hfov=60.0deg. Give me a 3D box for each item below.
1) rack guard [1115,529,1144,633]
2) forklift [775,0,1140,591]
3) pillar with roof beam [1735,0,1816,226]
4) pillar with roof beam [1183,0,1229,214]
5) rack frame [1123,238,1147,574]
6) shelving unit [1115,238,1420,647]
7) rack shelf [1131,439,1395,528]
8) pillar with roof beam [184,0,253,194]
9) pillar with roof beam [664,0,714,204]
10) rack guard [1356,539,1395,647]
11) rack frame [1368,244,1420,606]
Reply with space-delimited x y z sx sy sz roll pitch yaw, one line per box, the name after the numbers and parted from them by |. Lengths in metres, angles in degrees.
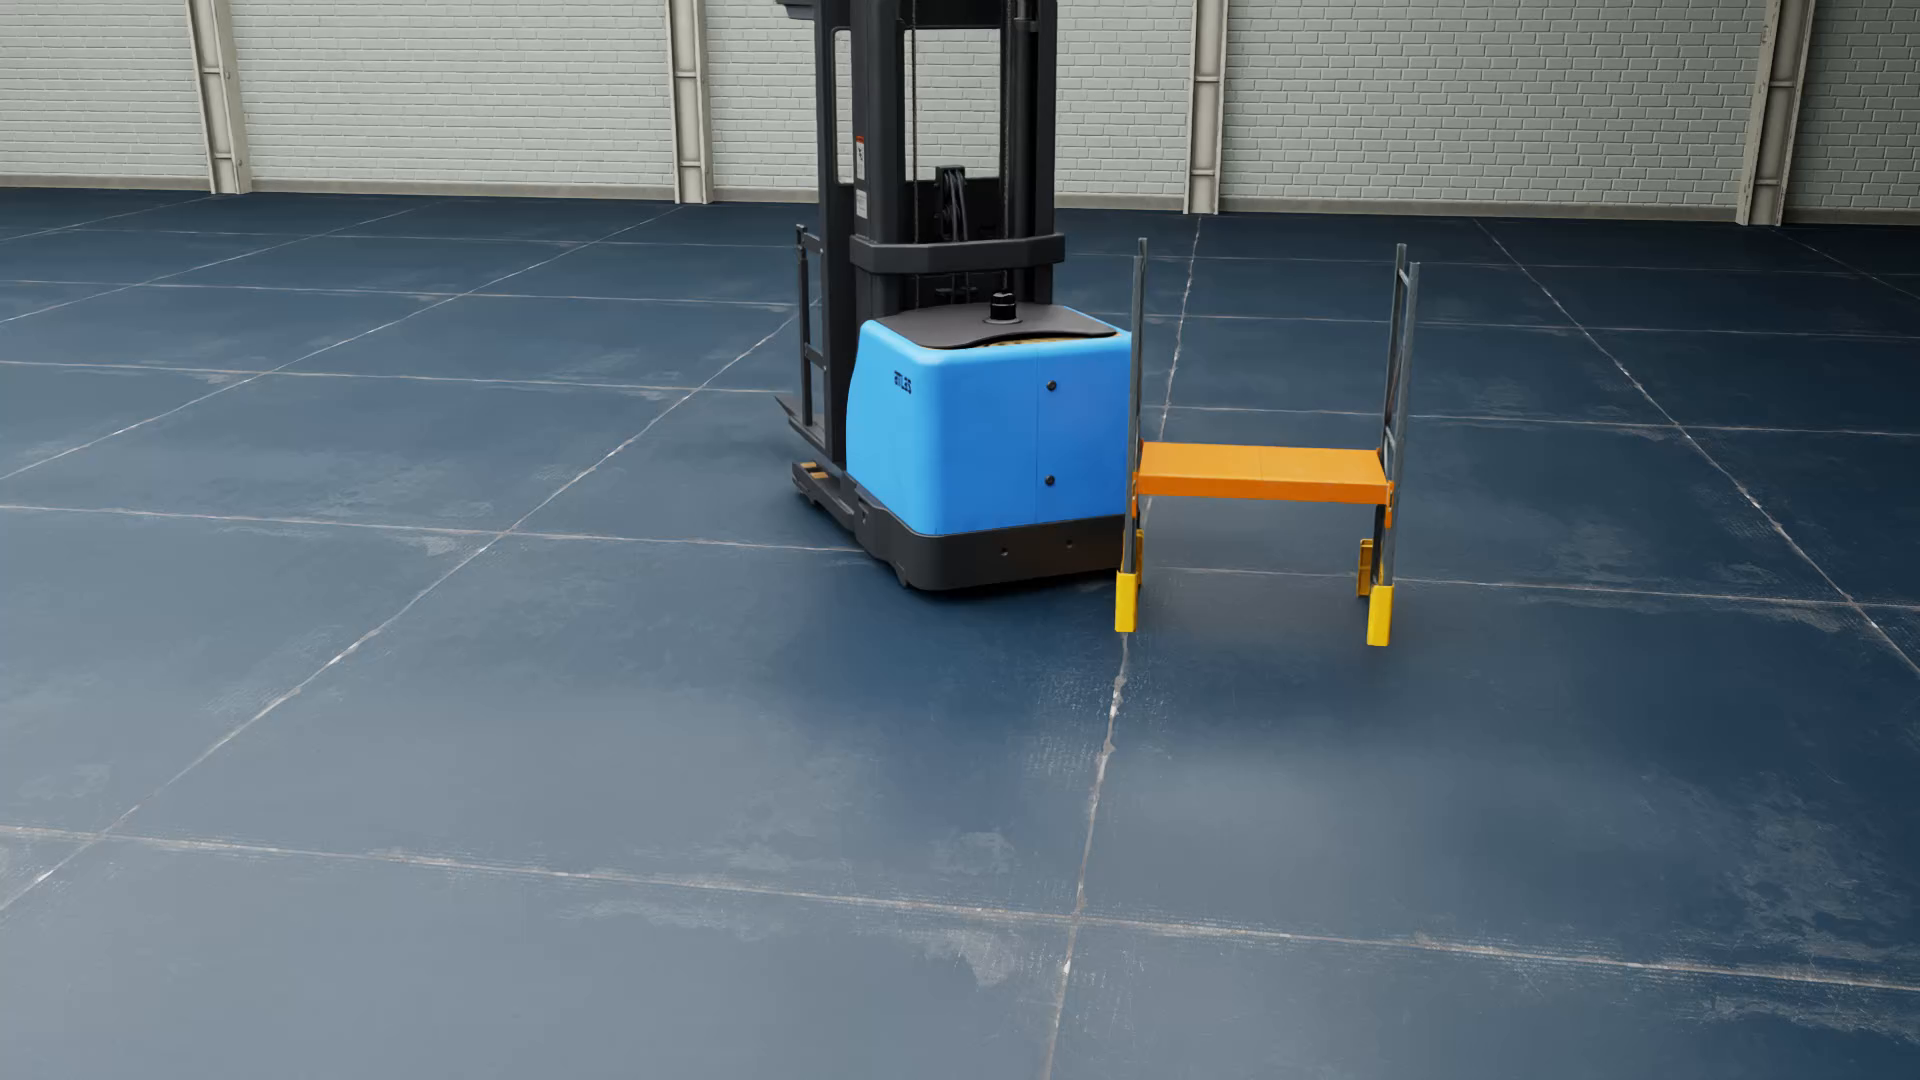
0.706 0.163 6.921 0.087 0.250 0.587 3 19 8 | rack guard
-0.213 -1.607 7.988 1.130 2.935 3.031 -7 20 -20 | forklift
7.994 -6.359 12.627 0.400 9.000 9.100 3 19 9 | pillar with roof beam
2.070 -6.661 13.529 0.400 9.000 9.100 3 19 9 | pillar with roof beam
0.705 -0.430 6.723 0.032 1.500 0.500 3 19 8 | rack frame
1.199 -0.407 6.656 1.083 1.500 0.587 3 19 8 | shelving unit
1.208 -0.236 6.712 1.000 0.185 0.538 3 19 8 | rack shelf
-9.778 -7.265 15.334 0.400 9.000 9.100 3 19 9 | pillar with roof beam
-3.854 -6.963 14.432 0.400 9.000 9.100 3 19 9 | pillar with roof beam
1.692 0.208 6.787 0.087 0.250 0.587 3 19 8 | rack guard
1.711 -0.384 6.586 0.032 1.500 0.500 3 19 8 | rack frame
